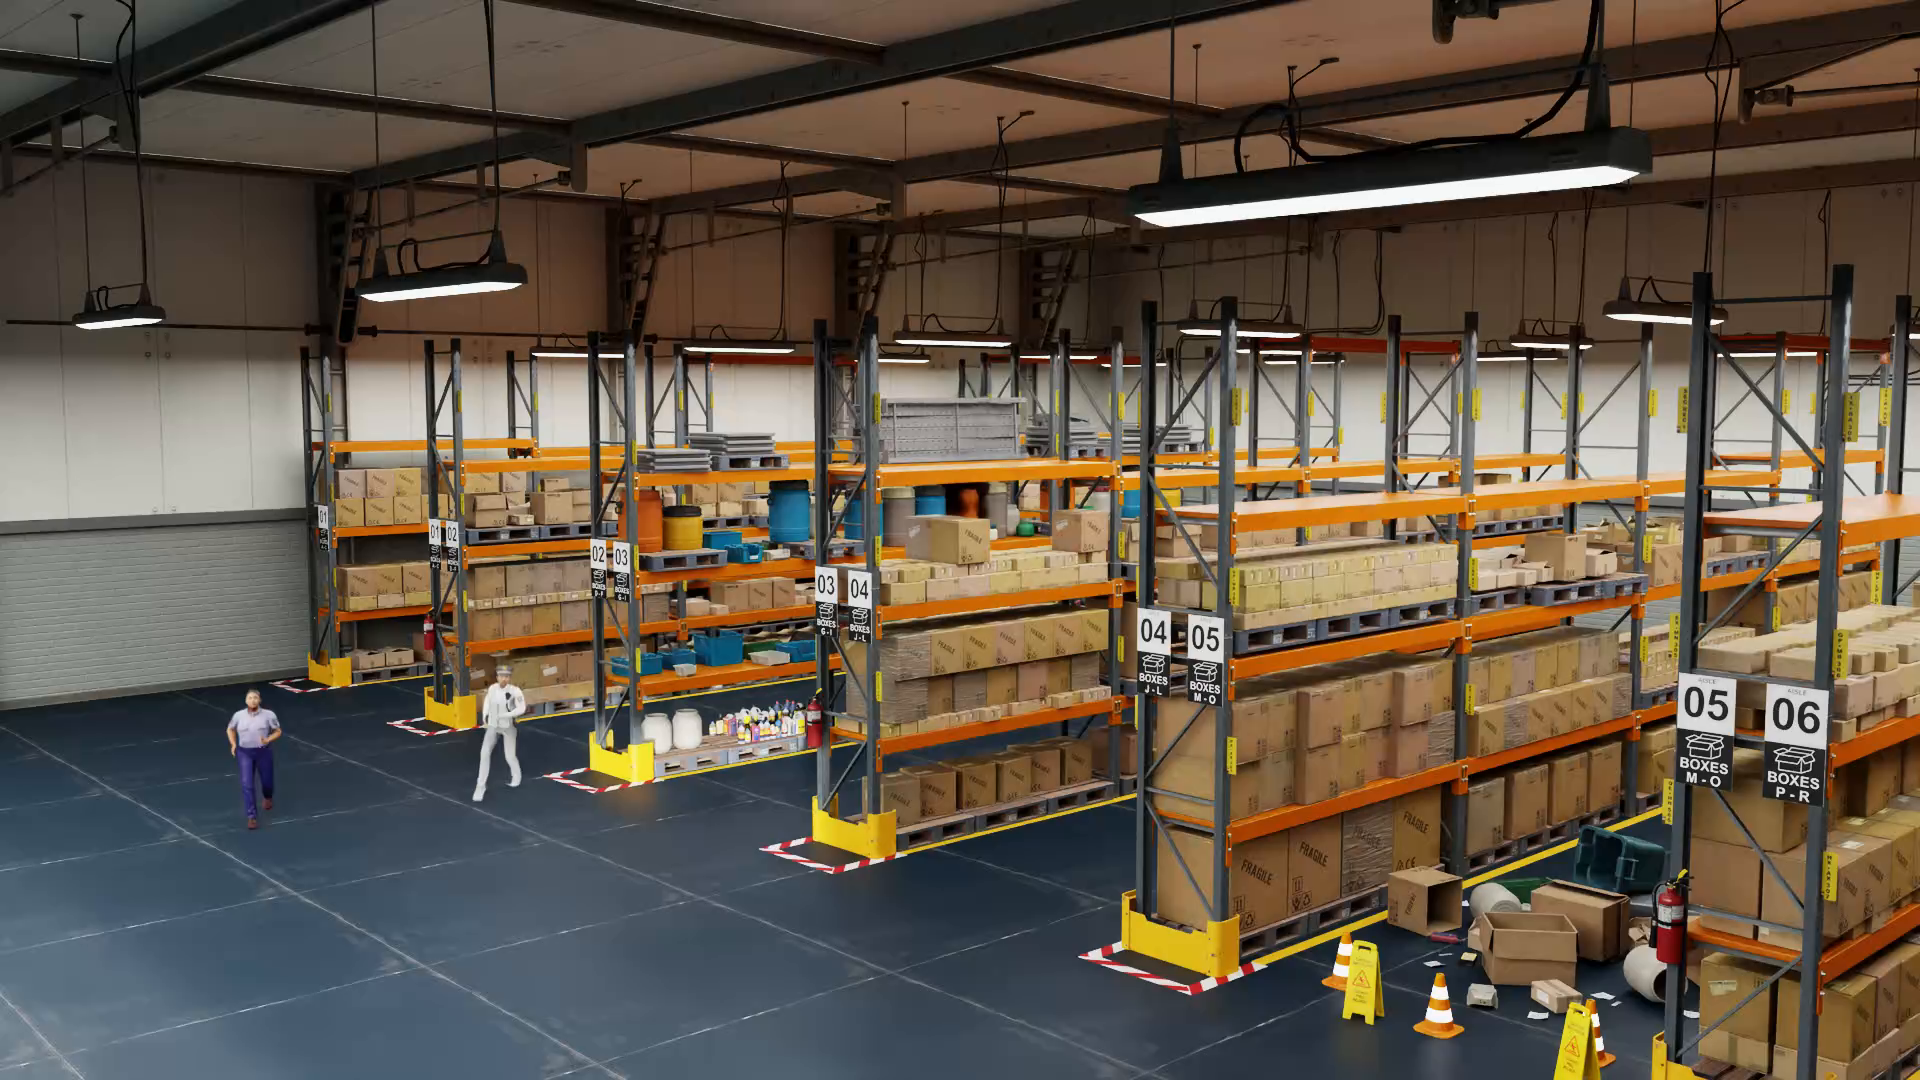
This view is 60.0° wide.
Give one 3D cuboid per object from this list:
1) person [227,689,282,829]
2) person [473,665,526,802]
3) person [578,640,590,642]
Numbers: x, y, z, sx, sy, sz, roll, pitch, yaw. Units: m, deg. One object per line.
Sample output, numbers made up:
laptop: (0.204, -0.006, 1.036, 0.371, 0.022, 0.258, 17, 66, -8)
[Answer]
person: (-8.490, 2.600, 20.019, 0.620, 1.612, 0.813, -2, 5, -20)
person: (-5.886, 2.446, 21.415, 0.616, 1.706, 0.884, 0, 5, 4)
person: (-6.702, 1.747, 29.606, 0.548, 1.644, 0.674, 5, 7, 43)
